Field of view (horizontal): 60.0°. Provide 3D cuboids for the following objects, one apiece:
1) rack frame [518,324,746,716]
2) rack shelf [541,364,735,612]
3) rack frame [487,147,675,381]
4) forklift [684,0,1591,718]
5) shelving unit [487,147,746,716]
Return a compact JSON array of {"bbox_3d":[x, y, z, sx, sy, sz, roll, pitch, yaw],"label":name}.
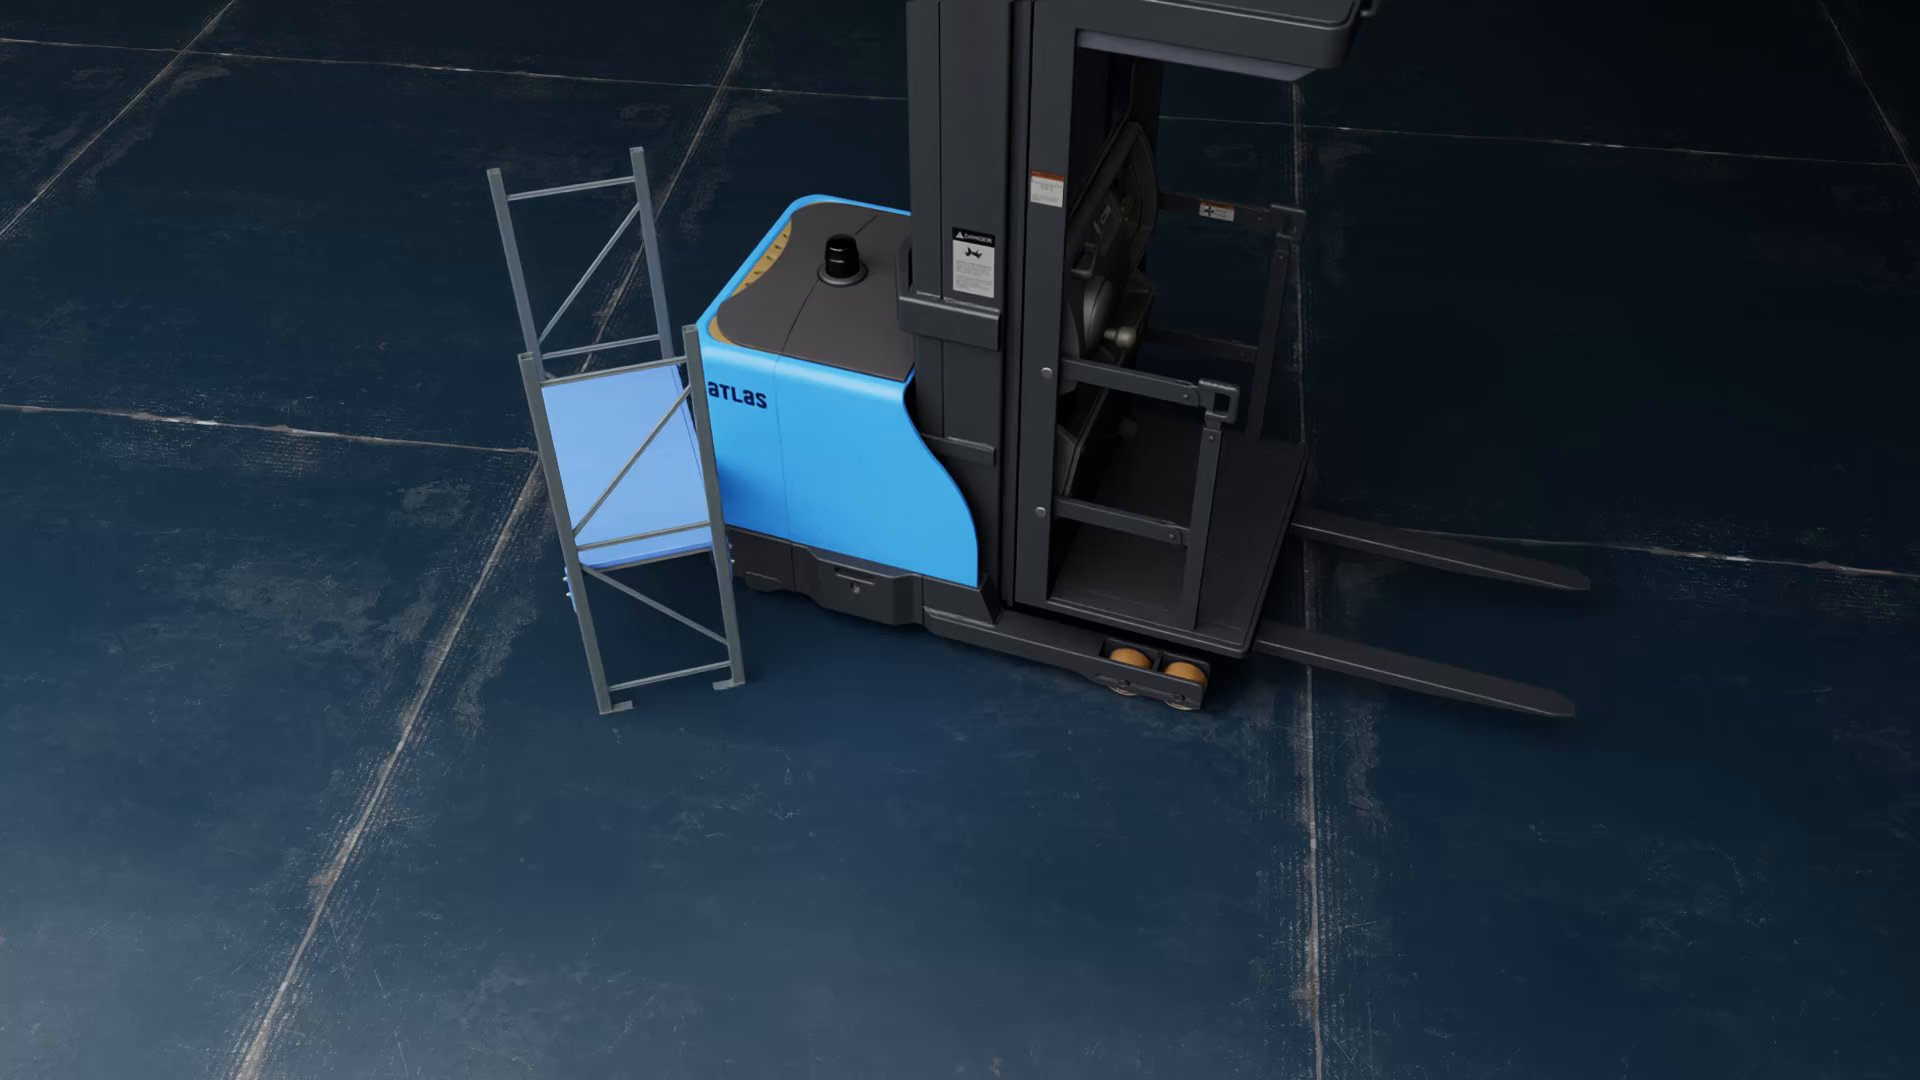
[{"bbox_3d":[-0.982,-0.010,5.168,0.500,1.500,0.032,-12,45,-12],"label":"rack frame"},{"bbox_3d":[-1.125,-0.214,5.646,0.538,0.185,1.000,-12,45,-12],"label":"rack shelf"},{"bbox_3d":[-1.269,-0.680,5.876,0.500,1.500,0.032,-12,45,-12],"label":"rack frame"},{"bbox_3d":[0.657,-0.903,5.072,3.031,2.935,1.130,14,45,14],"label":"forklift"},{"bbox_3d":[-1.125,-0.345,5.522,0.538,1.500,1.048,-12,45,-12],"label":"shelving unit"}]
